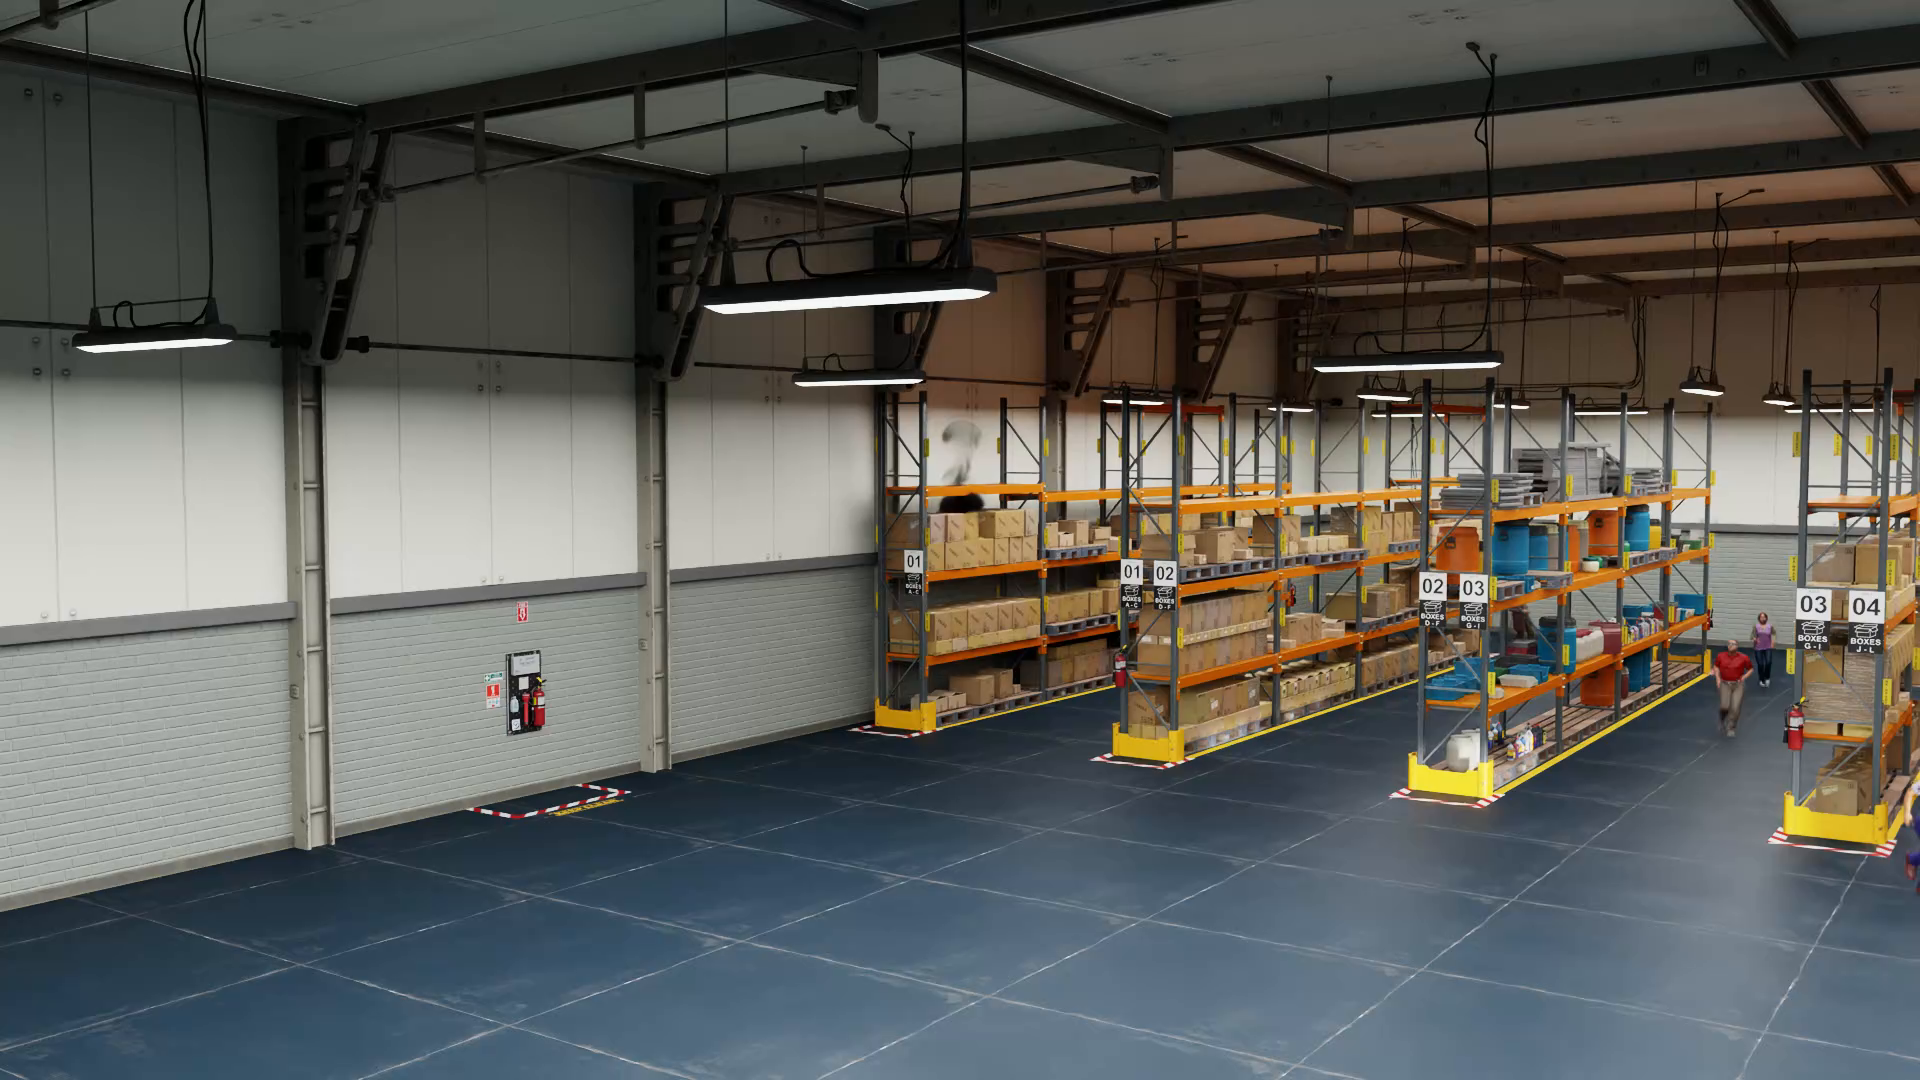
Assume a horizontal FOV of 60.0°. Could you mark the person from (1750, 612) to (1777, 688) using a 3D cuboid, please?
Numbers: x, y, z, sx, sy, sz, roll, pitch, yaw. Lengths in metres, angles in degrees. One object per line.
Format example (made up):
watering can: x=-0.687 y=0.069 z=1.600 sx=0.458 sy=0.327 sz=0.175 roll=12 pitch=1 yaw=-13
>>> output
person: x=16.711 y=2.287 z=34.583 sx=0.509 sy=1.573 sz=0.631 roll=1 pitch=3 yaw=25

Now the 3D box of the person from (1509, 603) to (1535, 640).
person: x=13.397 y=1.929 z=39.867 sx=0.691 sy=1.799 sz=0.806 roll=-2 pitch=4 yaw=-29

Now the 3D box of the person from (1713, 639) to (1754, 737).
person: x=13.403 y=2.561 z=28.849 sx=0.649 sy=1.697 sz=0.609 roll=2 pitch=4 yaw=29

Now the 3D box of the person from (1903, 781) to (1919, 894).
person: x=10.841 y=3.250 z=18.442 sx=0.587 sy=1.501 sz=0.683 roll=-1 pitch=3 yaw=-18
